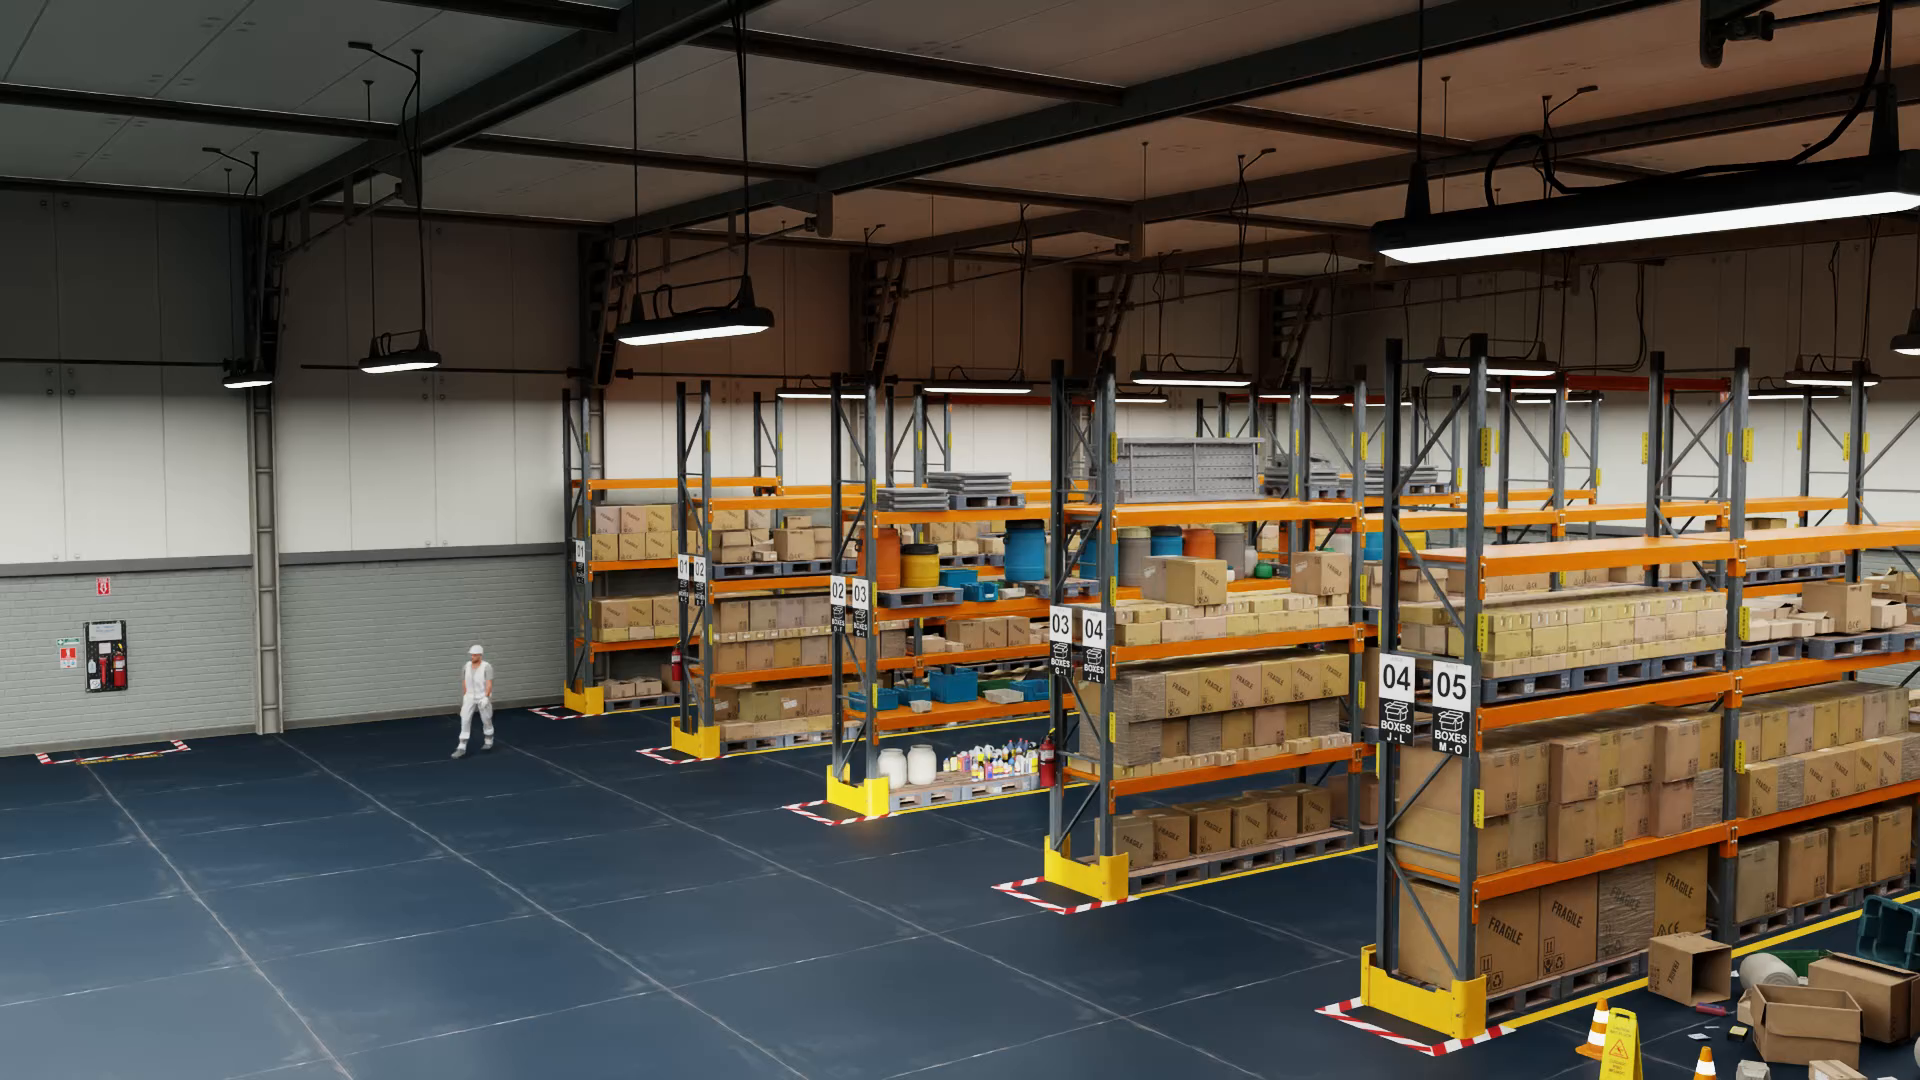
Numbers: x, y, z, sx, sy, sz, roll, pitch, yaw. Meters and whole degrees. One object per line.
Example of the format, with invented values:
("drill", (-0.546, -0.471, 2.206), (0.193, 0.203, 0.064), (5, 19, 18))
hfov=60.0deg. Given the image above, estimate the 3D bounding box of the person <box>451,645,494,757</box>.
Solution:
("person", (-7.773, 2.551, 26.682), (0.561, 1.732, 0.974), (0, 4, 1))
